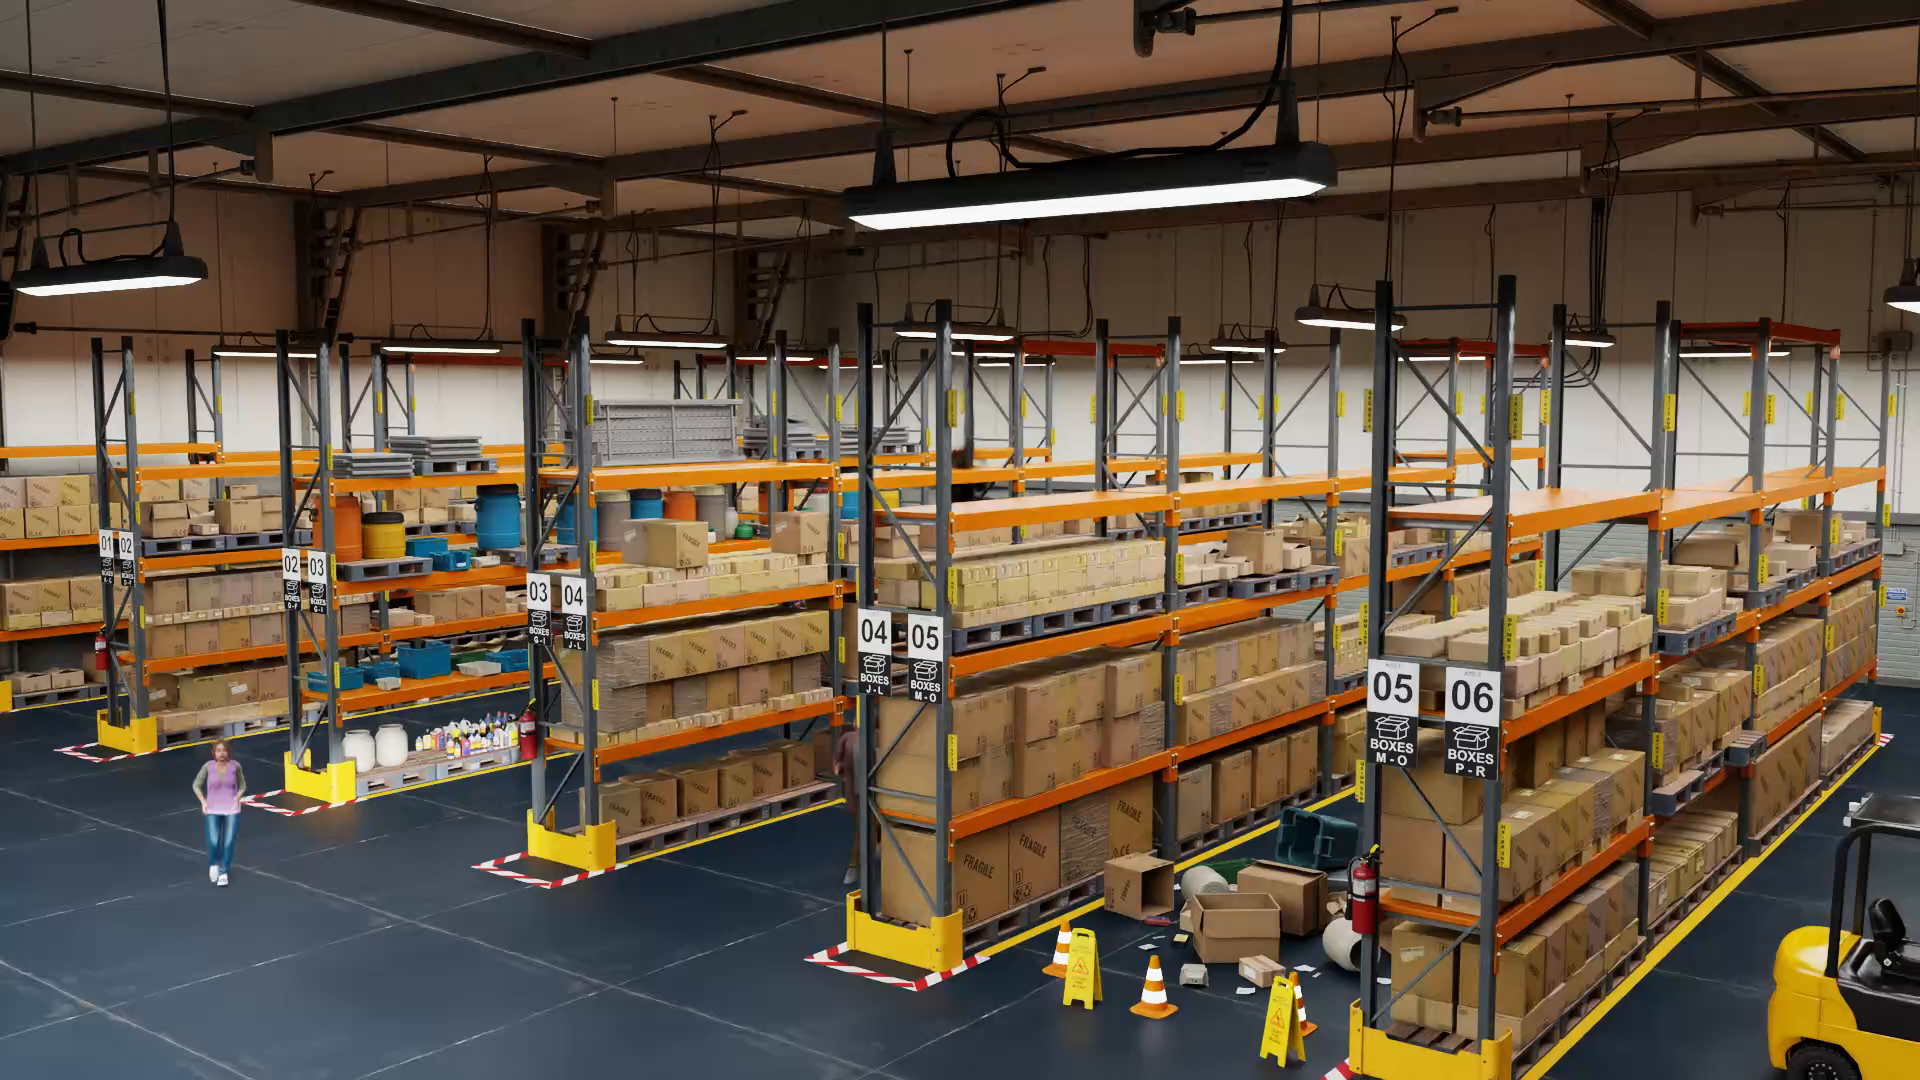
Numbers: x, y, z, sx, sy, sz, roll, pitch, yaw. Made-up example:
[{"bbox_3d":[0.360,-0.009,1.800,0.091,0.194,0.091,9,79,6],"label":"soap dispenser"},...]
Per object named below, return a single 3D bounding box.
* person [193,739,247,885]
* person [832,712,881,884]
[{"bbox_3d":[-7.731,2.866,17.409,0.514,1.557,0.547,-3,6,-27],"label":"person"},{"bbox_3d":[-1.017,2.733,18.014,0.742,1.836,1.008,2,5,23],"label":"person"}]
